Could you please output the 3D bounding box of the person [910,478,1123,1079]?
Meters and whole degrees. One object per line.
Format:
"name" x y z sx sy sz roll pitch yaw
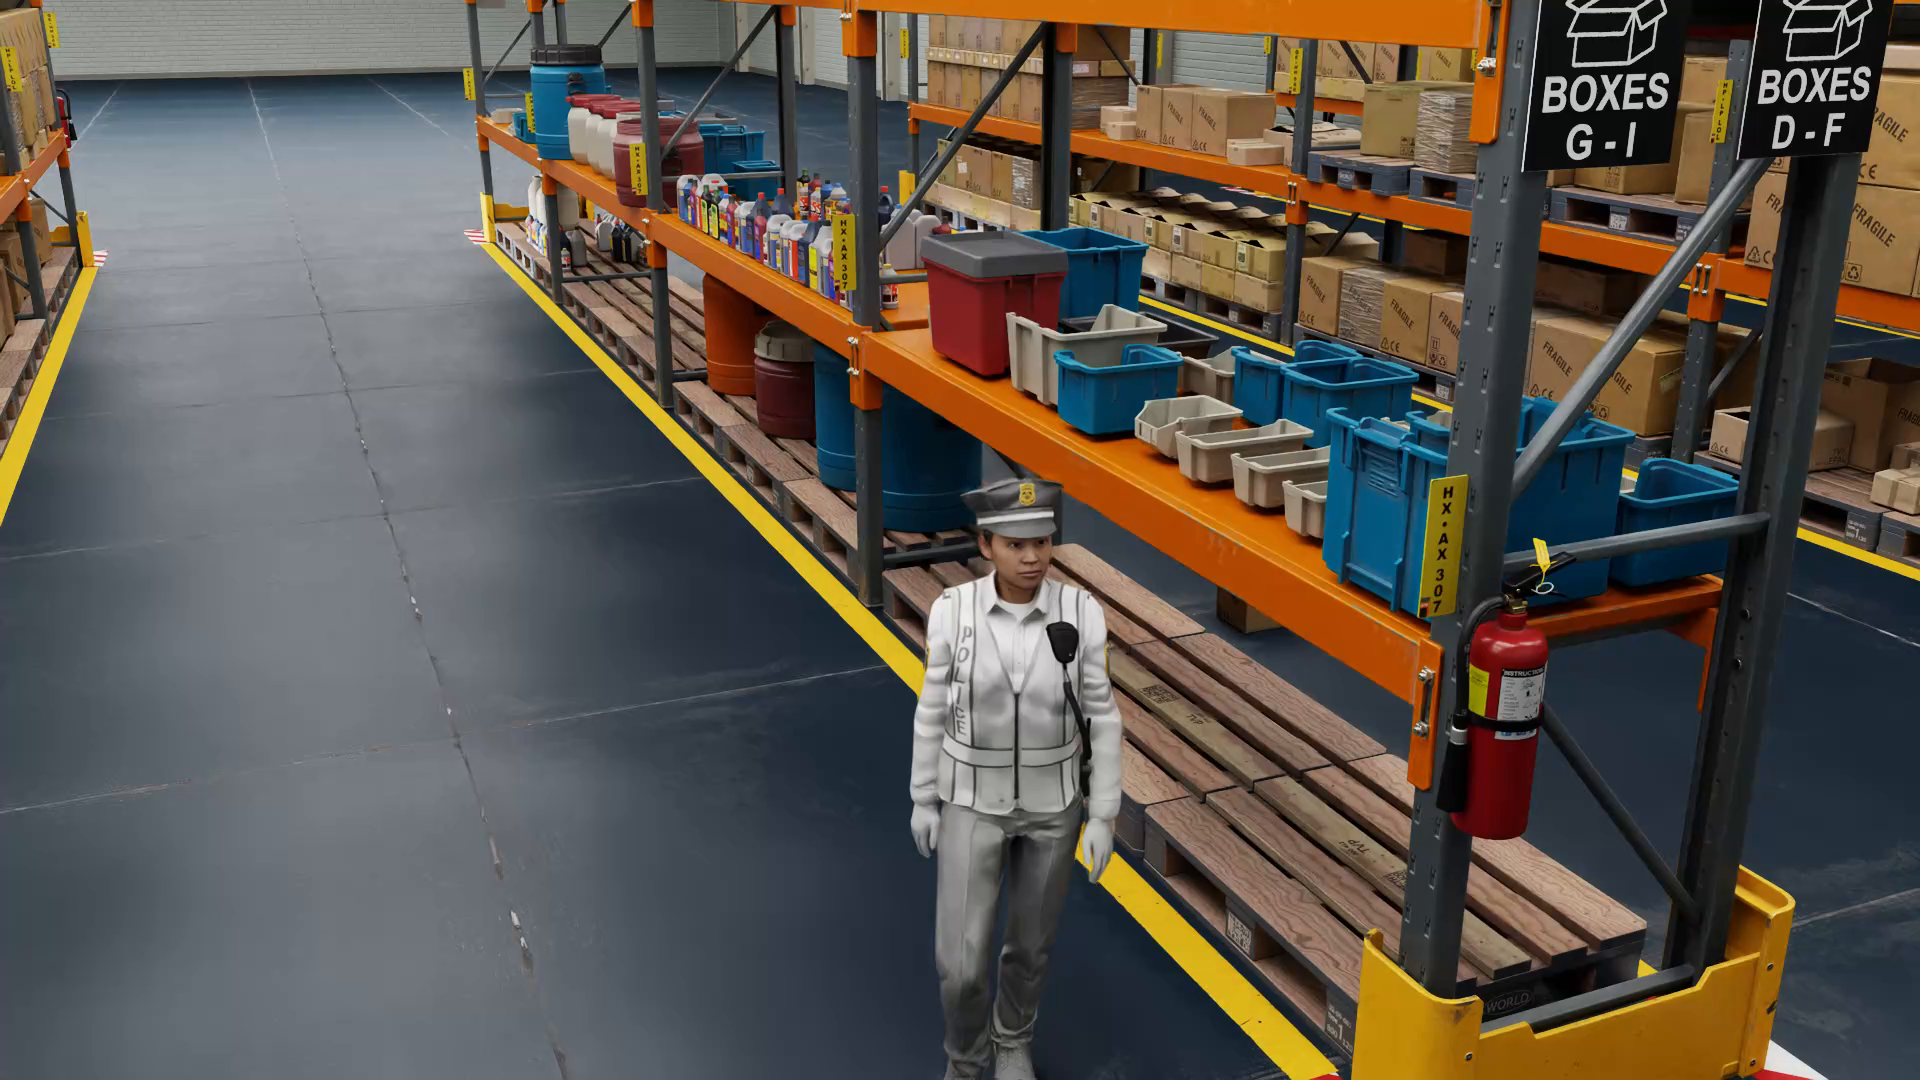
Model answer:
"person" 0.139 0.678 4.033 0.514 1.728 0.483 -1 19 -3
